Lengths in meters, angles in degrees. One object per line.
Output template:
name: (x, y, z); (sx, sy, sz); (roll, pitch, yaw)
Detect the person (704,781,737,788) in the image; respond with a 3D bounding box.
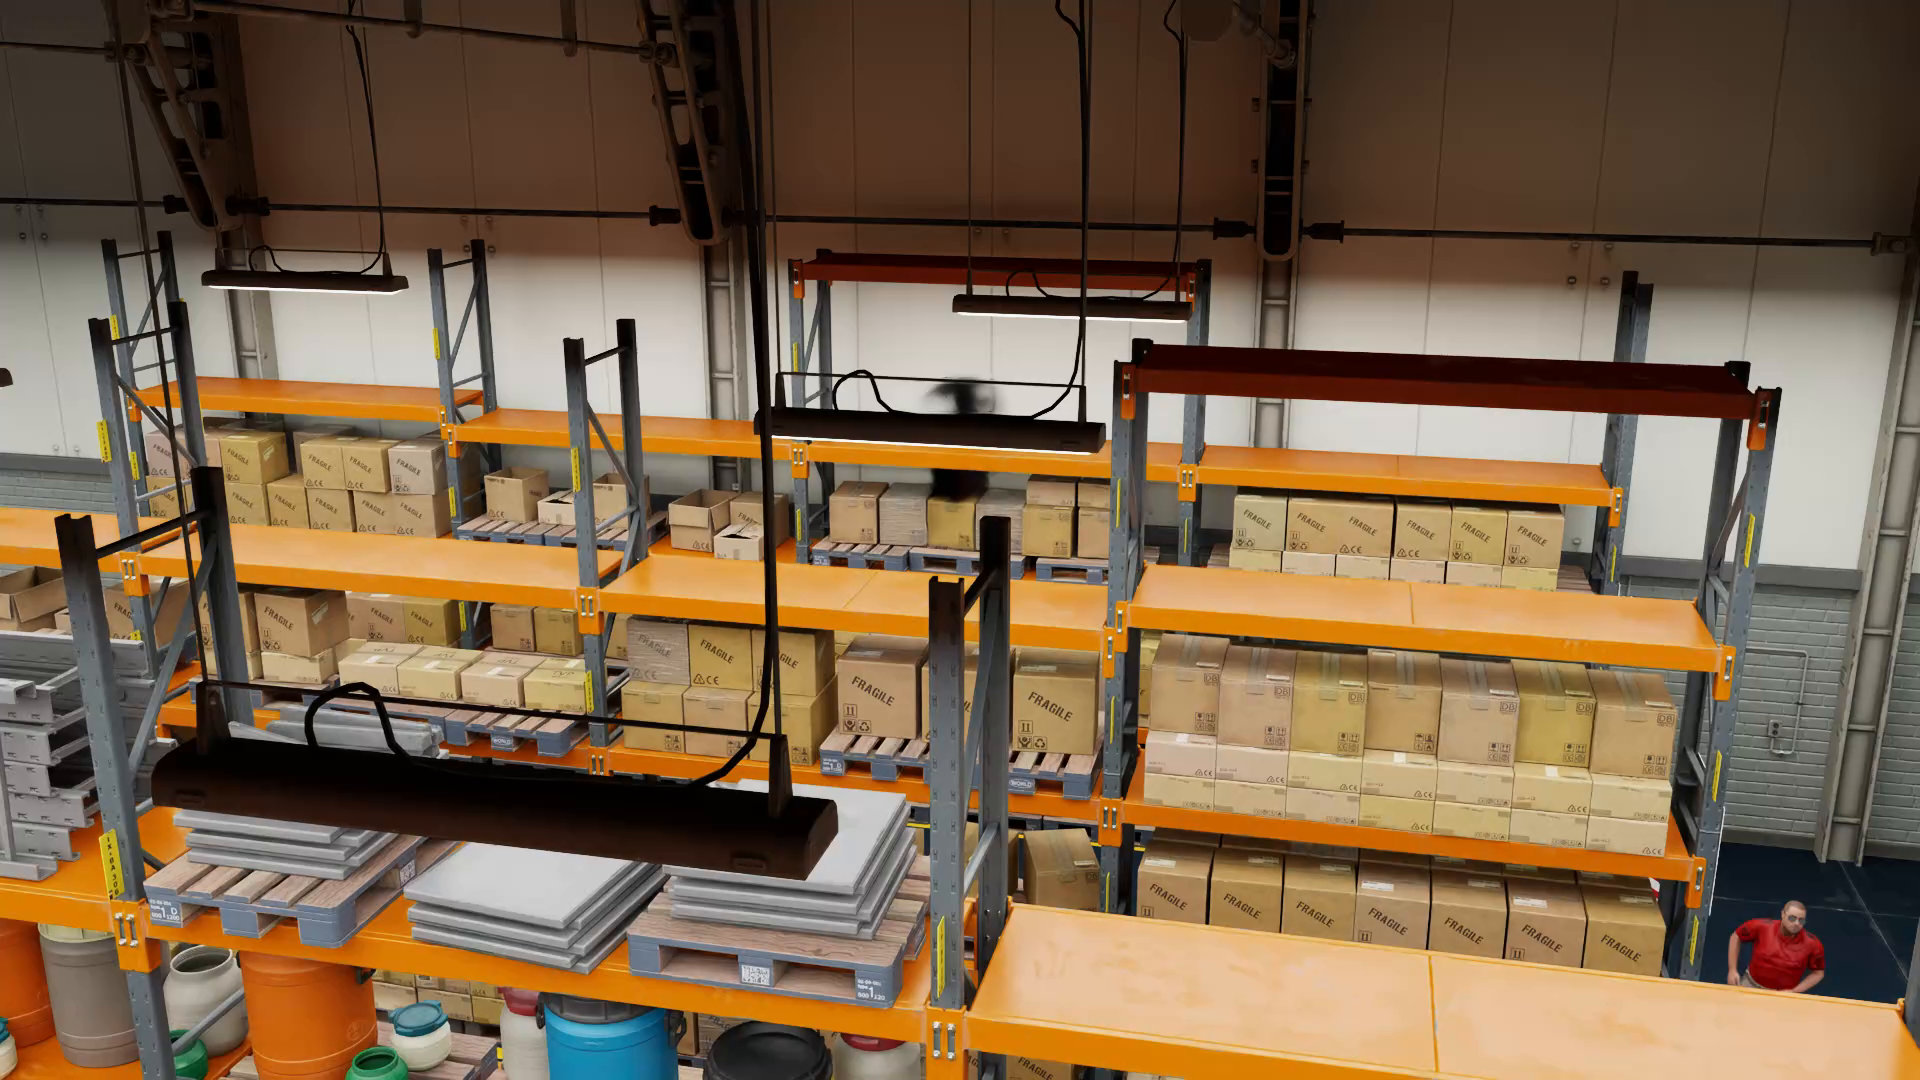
person: (-2.206, 2.803, 16.258); (0.789, 1.436, 0.561); (6, 17, 19)

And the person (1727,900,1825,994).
person: (6.424, 3.578, 13.211); (0.734, 1.632, 0.539); (7, 18, 24)
